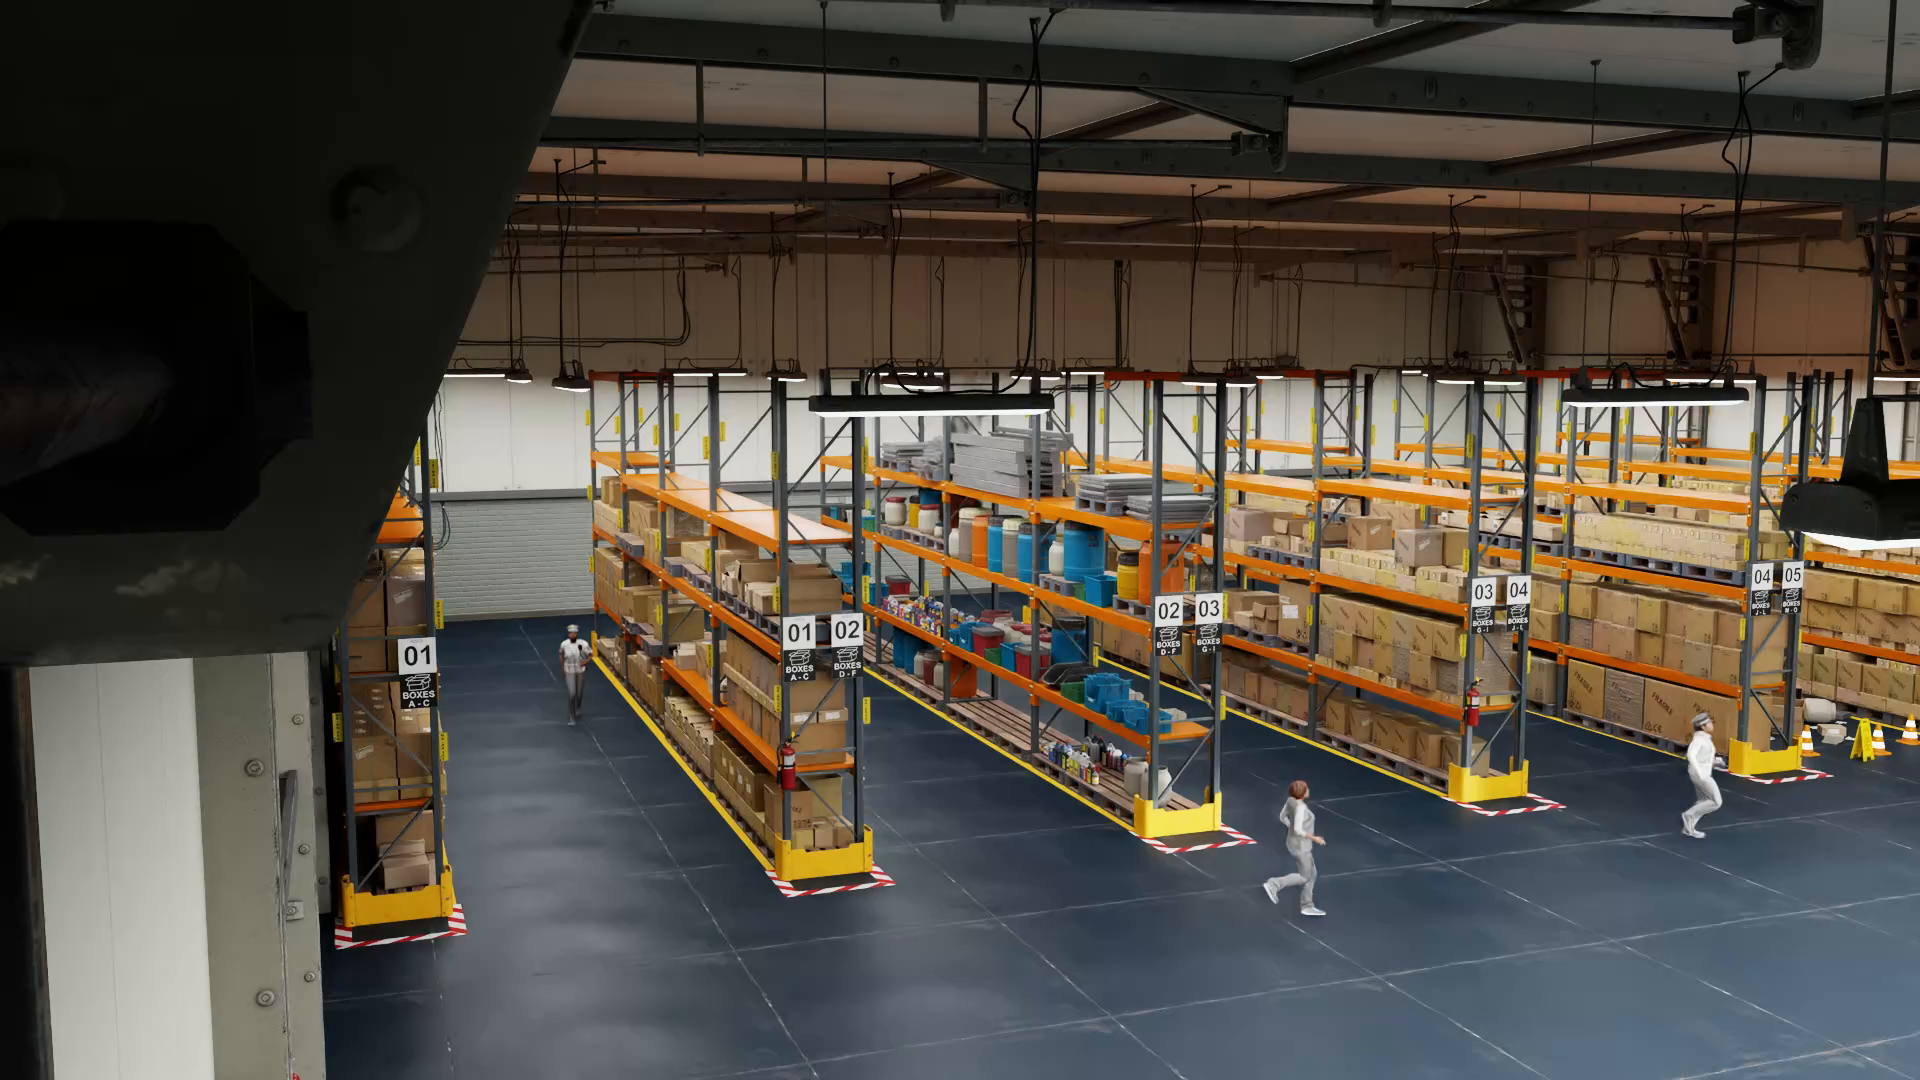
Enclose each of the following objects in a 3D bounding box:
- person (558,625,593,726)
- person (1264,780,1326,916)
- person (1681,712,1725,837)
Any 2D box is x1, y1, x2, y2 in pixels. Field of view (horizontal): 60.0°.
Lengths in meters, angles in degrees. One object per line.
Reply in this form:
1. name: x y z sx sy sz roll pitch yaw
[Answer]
1. person: -6.623 2.307 28.710 0.587 1.768 0.709 -2 7 -14
2. person: 3.776 3.481 18.748 0.717 1.557 0.536 0 6 -1
3. person: 9.739 3.075 21.777 0.510 1.669 0.662 3 7 22
